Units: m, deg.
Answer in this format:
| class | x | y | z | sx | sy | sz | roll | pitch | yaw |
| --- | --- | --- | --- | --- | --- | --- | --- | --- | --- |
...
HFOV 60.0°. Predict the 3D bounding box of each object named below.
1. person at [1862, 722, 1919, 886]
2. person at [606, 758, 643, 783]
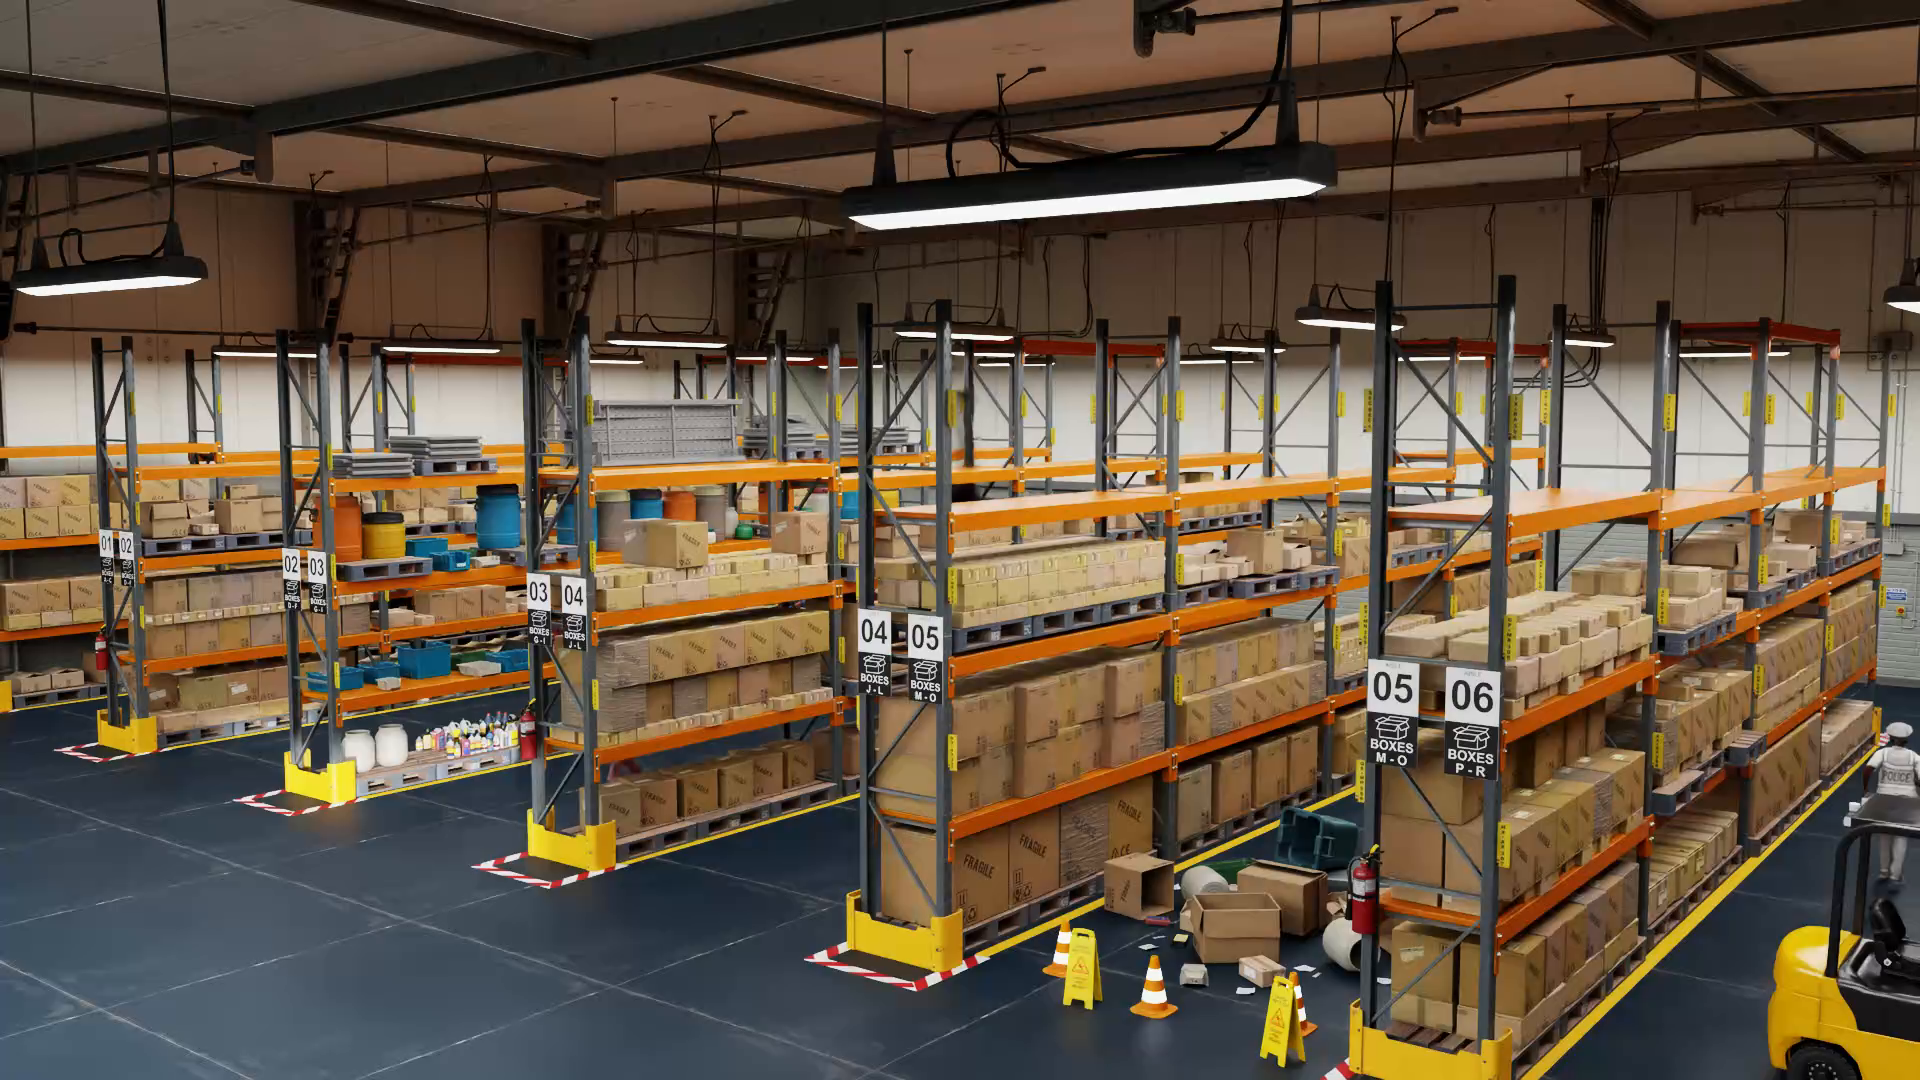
| class | x | y | z | sx | sy | sz | roll | pitch | yaw |
| --- | --- | --- | --- | --- | --- | --- | --- | --- | --- |
| person | 9.845 | 2.814 | 17.530 | 0.589 | 1.766 | 0.758 | 4 | 6 | 35 |
| person | -4.353 | 2.450 | 21.309 | 0.562 | 1.678 | 0.948 | 2 | 6 | 26 |
